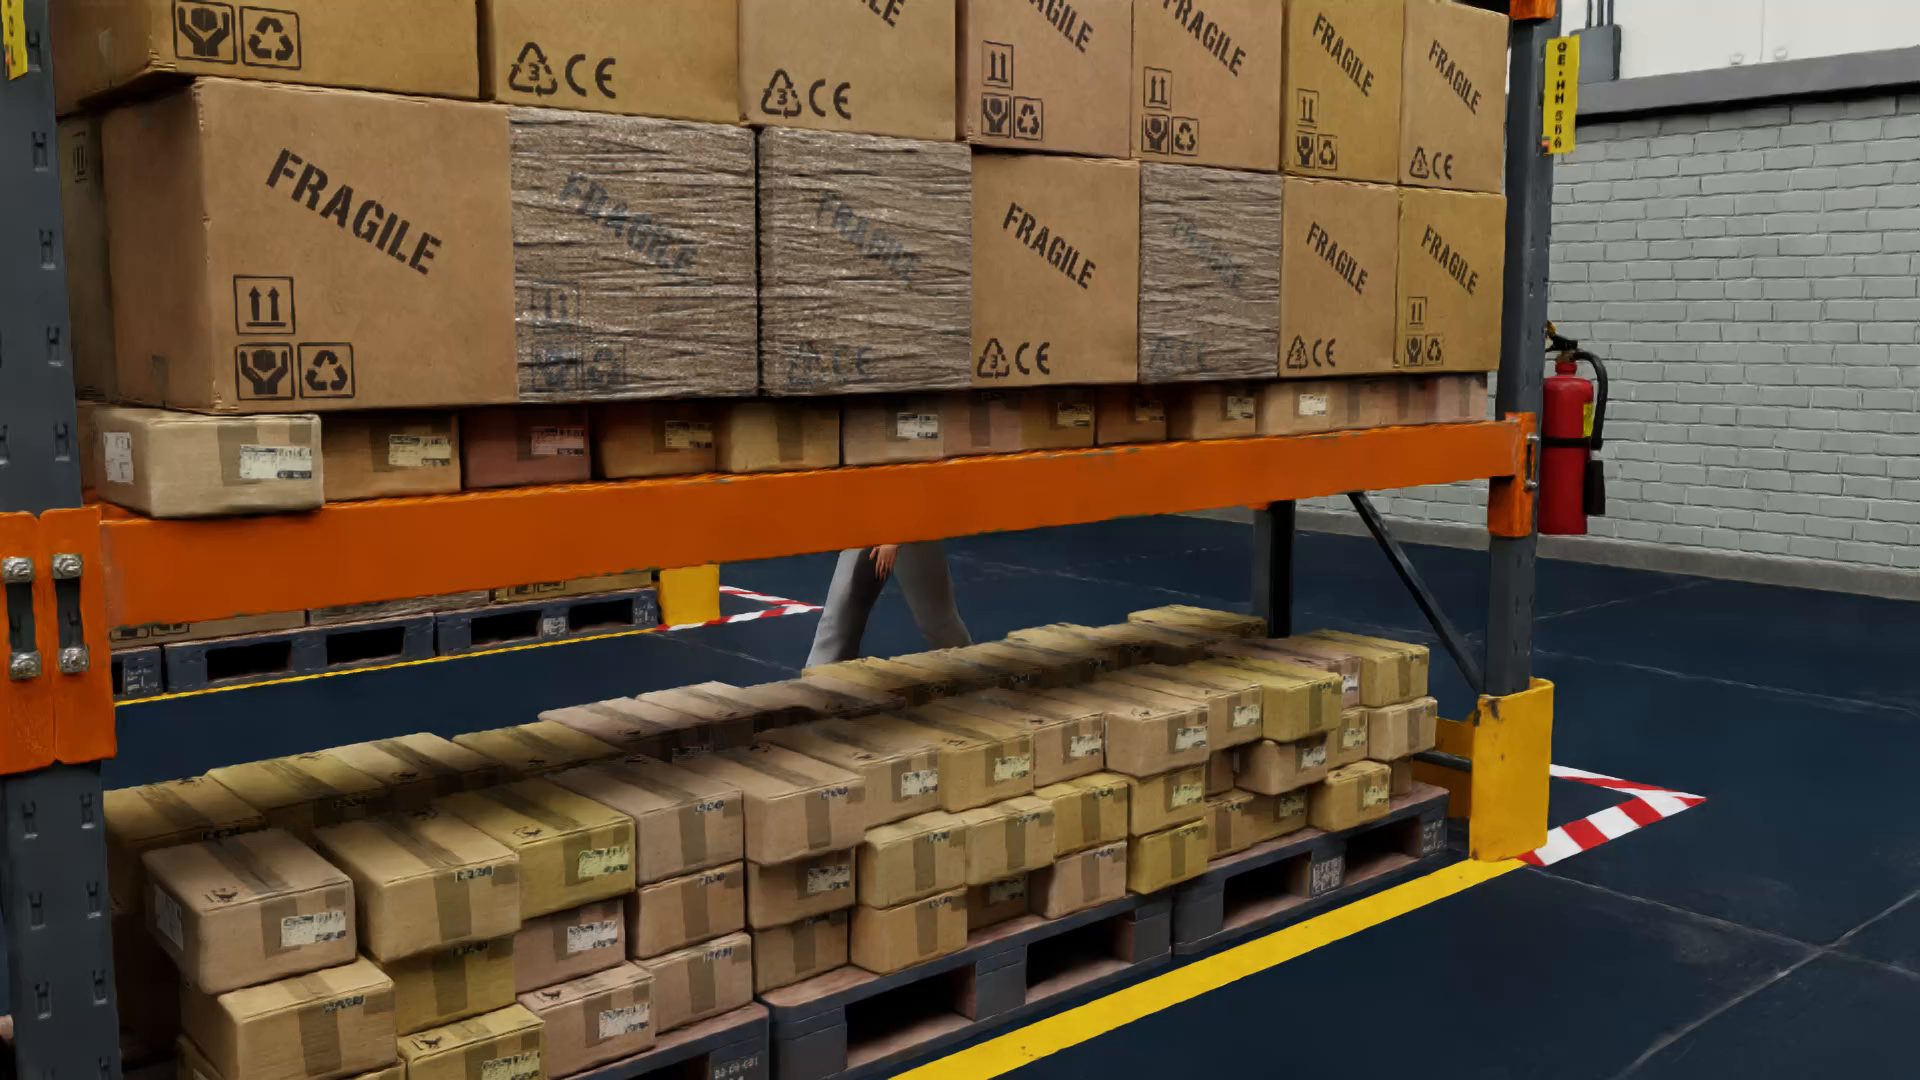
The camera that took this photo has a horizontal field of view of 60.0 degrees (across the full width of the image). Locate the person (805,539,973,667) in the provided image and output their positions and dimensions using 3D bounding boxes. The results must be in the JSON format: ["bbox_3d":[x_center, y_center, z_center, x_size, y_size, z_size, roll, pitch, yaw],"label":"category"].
[{"bbox_3d":[-0.278,-0.027,6.016,0.958,1.609,0.455,-6,9,-37],"label":"person"}]
